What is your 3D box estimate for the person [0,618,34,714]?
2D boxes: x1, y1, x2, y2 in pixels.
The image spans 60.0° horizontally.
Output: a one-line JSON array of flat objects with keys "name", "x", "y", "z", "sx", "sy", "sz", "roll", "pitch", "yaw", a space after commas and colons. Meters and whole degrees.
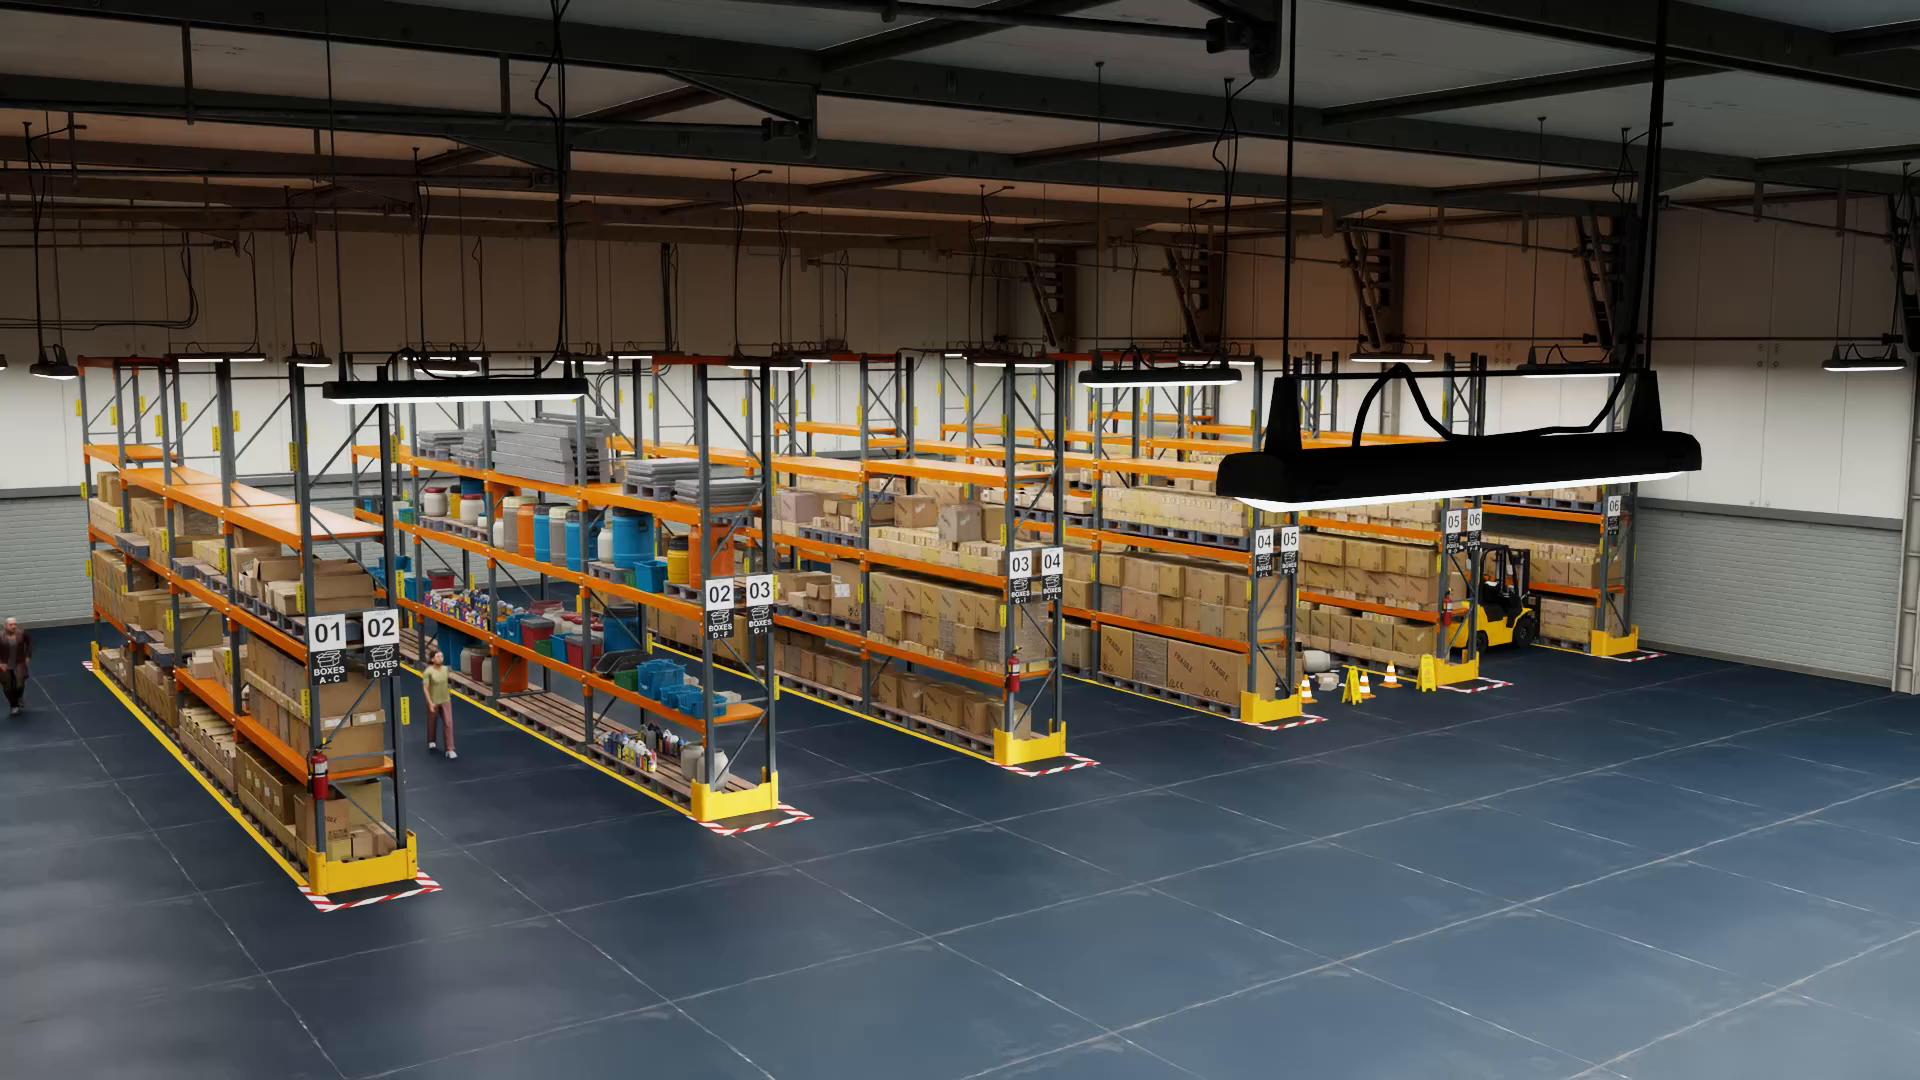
[{"name": "person", "x": -15.978, "y": 2.115, "z": 28.006, "sx": 0.695, "sy": 1.683, "sz": 0.664, "roll": -4, "pitch": 8, "yaw": -27}]

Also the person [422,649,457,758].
[{"name": "person", "x": -7.940, "y": 2.454, "z": 25.239, "sx": 0.419, "sy": 1.607, "sz": 1.072, "roll": -3, "pitch": 8, "yaw": -26}]
